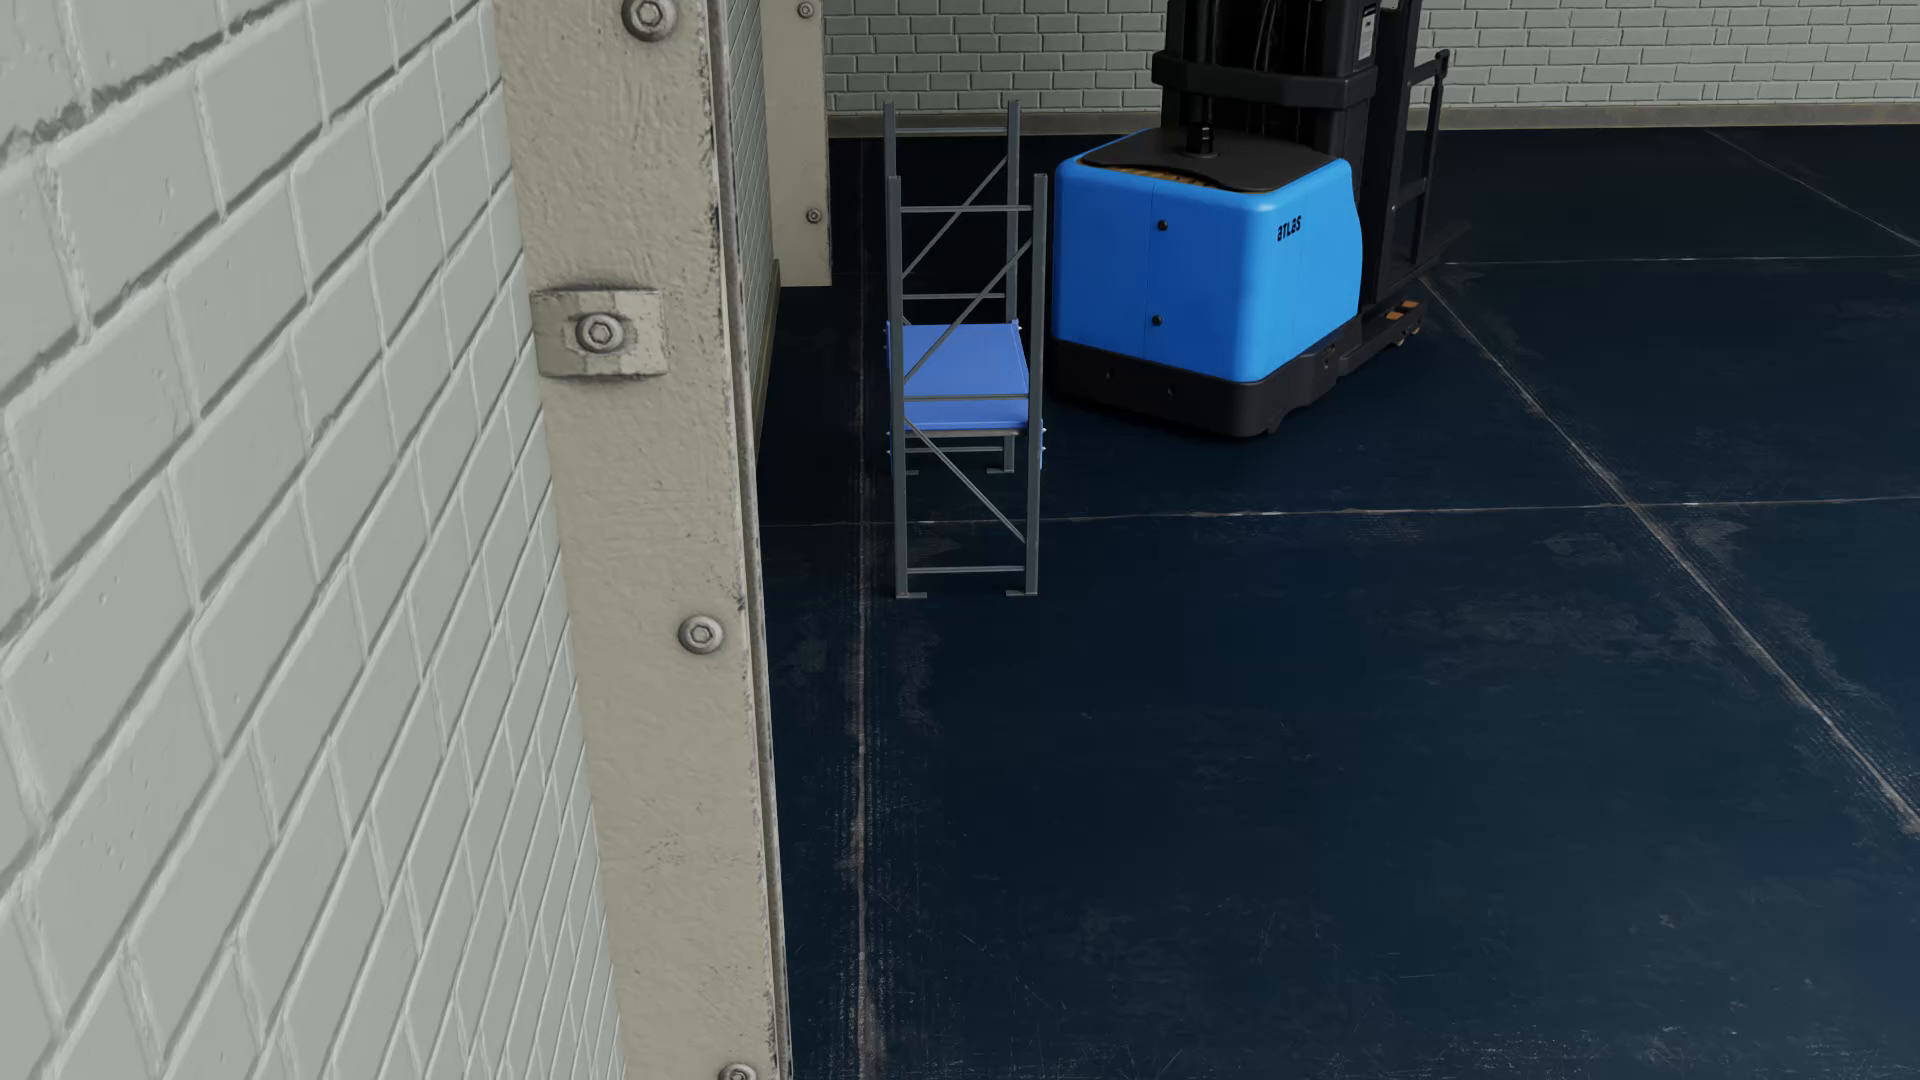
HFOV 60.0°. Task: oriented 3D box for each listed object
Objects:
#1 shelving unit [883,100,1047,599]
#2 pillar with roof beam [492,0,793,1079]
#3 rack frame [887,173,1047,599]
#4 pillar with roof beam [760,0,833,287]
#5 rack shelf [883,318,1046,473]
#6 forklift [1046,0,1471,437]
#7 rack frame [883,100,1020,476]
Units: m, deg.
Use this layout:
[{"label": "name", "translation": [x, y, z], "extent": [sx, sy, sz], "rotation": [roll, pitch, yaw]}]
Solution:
[{"label": "shelving unit", "translation": [-0.004, -0.704, 5.979], "extent": [0.538, 1.500, 1.048], "rotation": [-1, 28, -3]}, {"label": "pillar with roof beam", "translation": [3.765, -2.764, 1.818], "extent": [9.100, 9.000, 0.400], "rotation": [-1, 28, -3]}, {"label": "rack frame", "translation": [0.022, -0.470, 5.529], "extent": [0.500, 1.500, 0.032], "rotation": [-1, 28, -3]}, {"label": "pillar with roof beam", "translation": [3.452, -5.535, 7.131], "extent": [9.100, 9.000, 0.400], "rotation": [-1, 28, -3]}, {"label": "rack shelf", "translation": [-0.004, -0.545, 6.062], "extent": [0.538, 0.185, 1.000], "rotation": [-1, 28, -3]}, {"label": "forklift", "translation": [1.646, -2.354, 7.593], "extent": [1.130, 2.935, 3.031], "rotation": [18, 33, 31]}, {"label": "rack frame", "translation": [-0.031, -0.939, 6.429], "extent": [0.500, 1.500, 0.032], "rotation": [-1, 28, -3]}]
